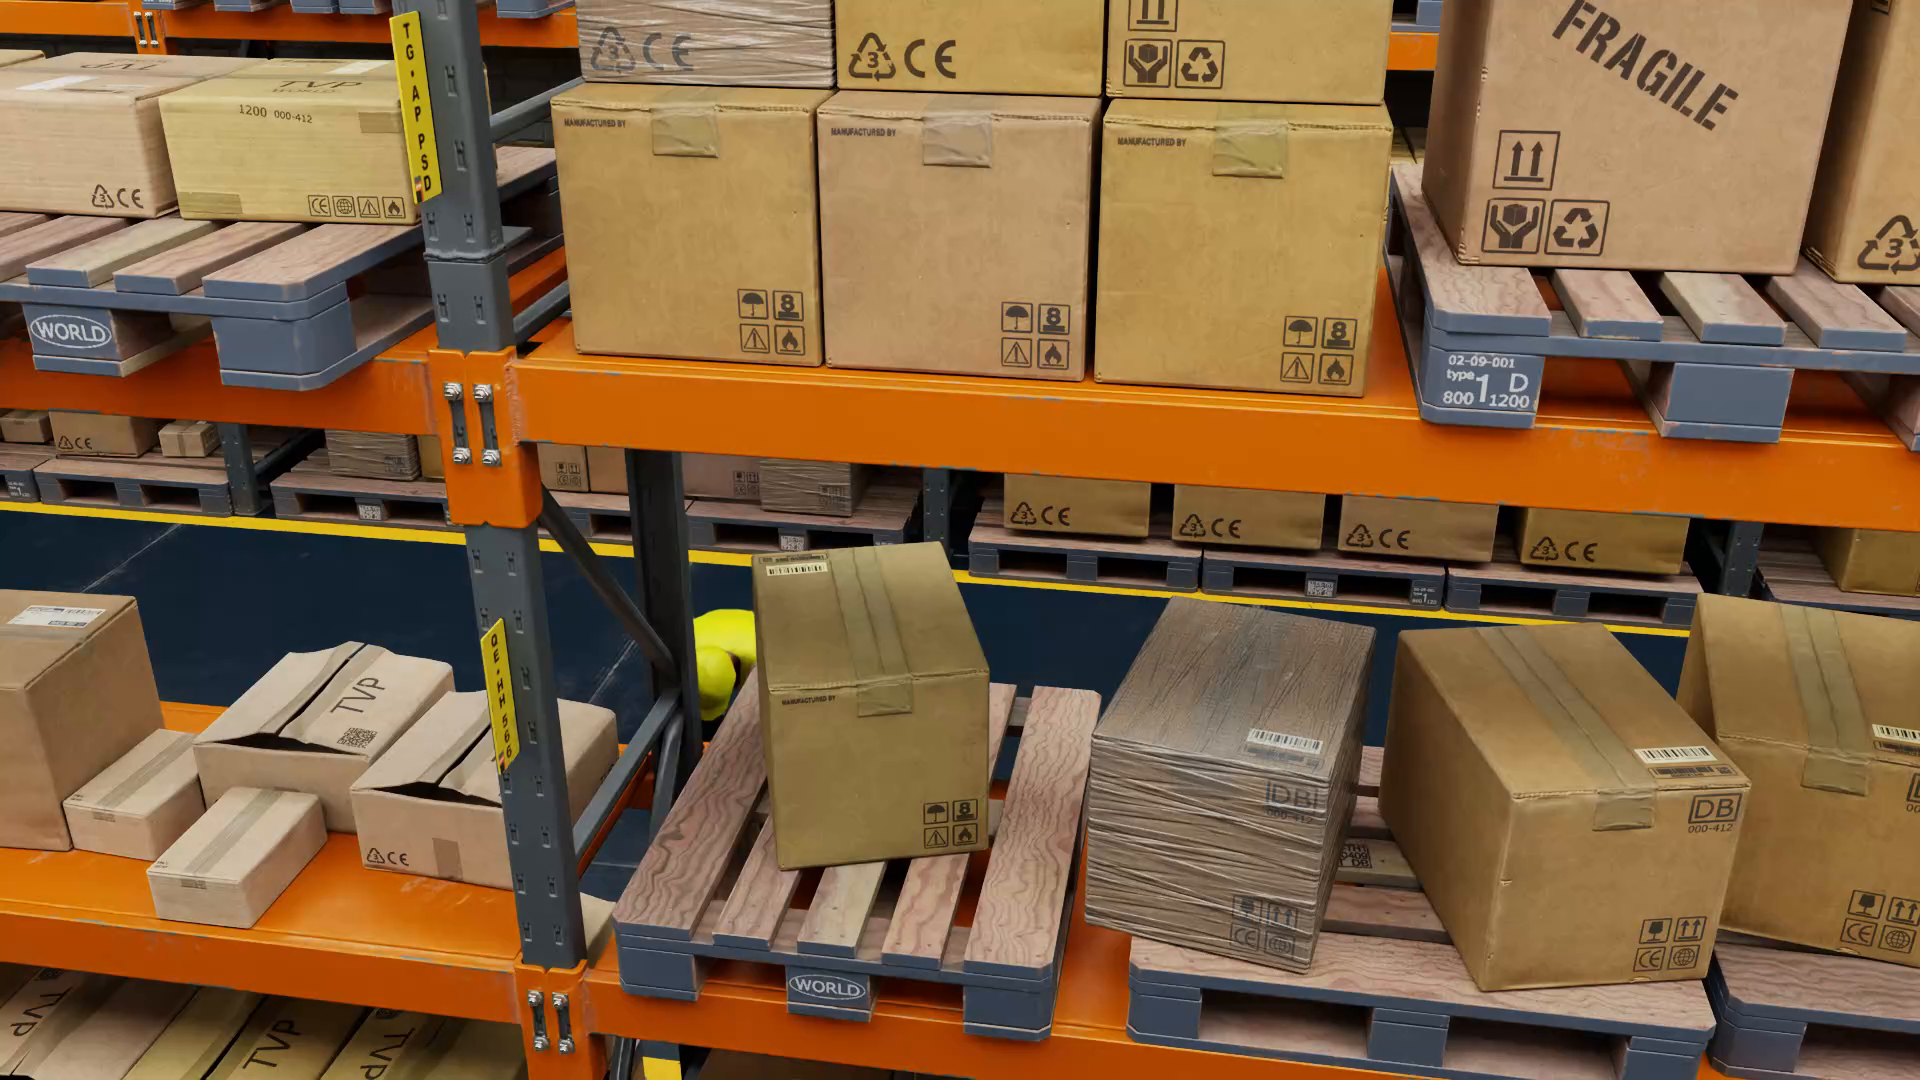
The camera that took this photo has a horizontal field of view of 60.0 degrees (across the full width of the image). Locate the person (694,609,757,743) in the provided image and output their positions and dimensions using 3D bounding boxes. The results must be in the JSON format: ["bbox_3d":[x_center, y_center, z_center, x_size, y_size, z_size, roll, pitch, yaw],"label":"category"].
[{"bbox_3d":[-0.947,0.678,6.871,0.544,0.896,0.928,4,25,8],"label":"person"}]
